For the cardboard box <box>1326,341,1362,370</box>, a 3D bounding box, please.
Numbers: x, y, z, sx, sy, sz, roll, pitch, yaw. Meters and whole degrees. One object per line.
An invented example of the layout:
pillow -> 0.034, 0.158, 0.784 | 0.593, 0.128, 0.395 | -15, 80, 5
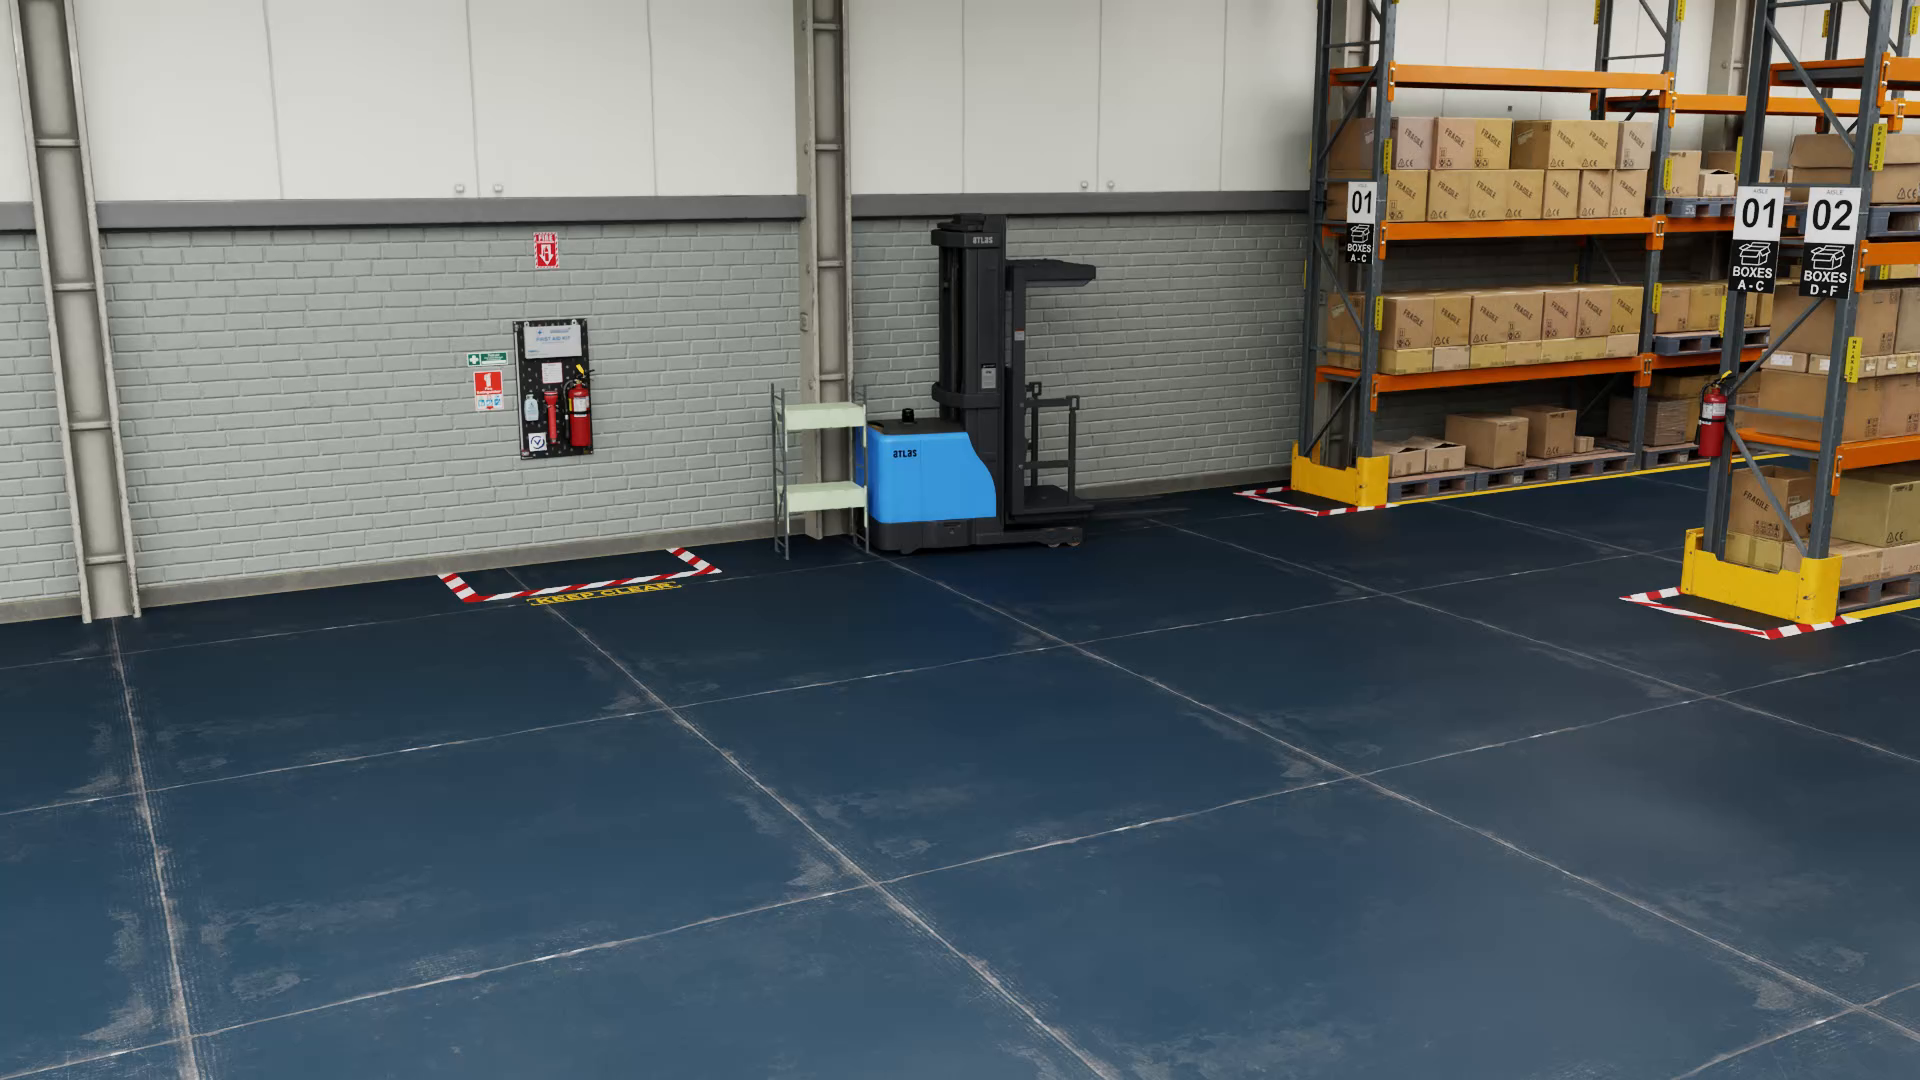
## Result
cardboard box -> 4.173, -1.935, 17.310 | 0.500, 0.250, 0.500 | -7, 14, -27

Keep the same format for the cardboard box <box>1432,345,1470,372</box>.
cardboard box -> 4.885, -1.896, 17.137 | 0.500, 0.250, 0.500 | -7, 15, -30

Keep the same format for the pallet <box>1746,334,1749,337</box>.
pallet -> 10.303, -2.564, 20.248 | 1.003, 0.211, 1.213 | -7, 14, -28

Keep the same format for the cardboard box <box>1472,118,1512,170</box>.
cardboard box -> 5.219, -4.014, 16.872 | 0.500, 0.500, 0.500 | -6, 14, -26

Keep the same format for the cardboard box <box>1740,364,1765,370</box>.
cardboard box -> 9.740, -1.980, 20.201 | 0.500, 0.250, 0.500 | -7, 14, -27

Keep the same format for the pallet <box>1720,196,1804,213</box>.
pallet -> 8.868, -3.858, 19.157 | 1.003, 0.211, 1.213 | -7, 14, -28

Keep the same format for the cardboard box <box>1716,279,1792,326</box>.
cardboard box -> 9.386, -2.830, 19.762 | 0.500, 0.500, 0.700 | -7, 14, -28

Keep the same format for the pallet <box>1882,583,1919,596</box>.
pallet -> 7.953, 0.187, 13.937 | 1.213, 0.211, 1.003 | -7, 14, -28

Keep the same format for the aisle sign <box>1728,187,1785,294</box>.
aisle sign -> 6.034, -2.275, 12.607 | 0.004, 0.787, 0.394 | -7, 14, -28

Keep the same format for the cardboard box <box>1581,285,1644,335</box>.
cardboard box -> 7.099, -2.525, 18.227 | 0.500, 0.500, 0.500 | -7, 14, -28

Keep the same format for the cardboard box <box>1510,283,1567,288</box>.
cardboard box -> 6.398, -2.572, 18.434 | 0.500, 0.500, 0.500 | -7, 14, -28

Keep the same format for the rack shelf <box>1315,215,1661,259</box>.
rack shelf -> 5.611, -3.234, 17.596 | 4.000, 0.370, 1.077 | -7, 14, -28

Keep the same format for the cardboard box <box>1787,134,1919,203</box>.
cardboard box -> 6.738, -2.804, 12.534 | 0.637, 0.503, 0.797 | -6, 14, -24

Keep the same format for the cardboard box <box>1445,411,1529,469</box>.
cardboard box -> 5.674, -1.090, 17.951 | 0.500, 0.500, 0.700 | -8, 15, -31

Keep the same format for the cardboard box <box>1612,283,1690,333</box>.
cardboard box -> 7.829, -2.643, 18.931 | 0.500, 0.500, 0.700 | -7, 14, -28

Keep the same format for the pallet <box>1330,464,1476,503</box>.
pallet -> 4.652, -0.638, 17.603 | 1.213, 0.211, 1.003 | -7, 14, -28

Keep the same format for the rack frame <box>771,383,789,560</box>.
rack frame -> -1.572, -0.598, 14.492 | 0.023, 1.500, 0.400 | -5, 14, -20

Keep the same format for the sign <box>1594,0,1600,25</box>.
sign -> 7.095, -5.898, 18.475 | 0.005, 0.325, 0.100 | -7, 14, -28

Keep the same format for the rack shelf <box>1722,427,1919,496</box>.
rack shelf -> 7.987, -0.817, 13.685 | 4.000, 0.370, 1.077 | -7, 14, -28

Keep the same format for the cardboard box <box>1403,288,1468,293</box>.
cardboard box -> 5.065, -2.411, 17.718 | 0.500, 0.500, 0.500 | -7, 15, -29

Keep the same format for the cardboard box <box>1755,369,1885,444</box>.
cardboard box -> 6.648, -1.053, 12.868 | 0.500, 0.500, 0.700 | -7, 14, -28

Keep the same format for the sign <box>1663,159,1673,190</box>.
sign -> 7.633, -3.944, 17.934 | 0.005, 0.325, 0.100 | -7, 14, -28

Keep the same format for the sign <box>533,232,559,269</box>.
sign -> -3.453, -2.417, 13.879 | 0.199, 0.298, 0.001 | -7, 14, -28

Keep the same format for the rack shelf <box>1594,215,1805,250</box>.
rack shelf -> 9.122, -3.655, 19.466 | 4.000, 0.370, 1.077 | -7, 14, -28

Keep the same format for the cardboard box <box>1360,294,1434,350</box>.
cardboard box -> 4.418, -2.206, 16.809 | 0.500, 0.500, 0.500 | -7, 14, -28

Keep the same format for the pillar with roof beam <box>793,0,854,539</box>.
pillar with roof beam -> 0.851, -3.618, 10.830 | 0.400, 9.000, 9.100 | -7, 14, -28

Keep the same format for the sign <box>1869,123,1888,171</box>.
sign -> 6.493, -2.778, 11.759 | 0.005, 0.325, 0.100 | -7, 14, -28

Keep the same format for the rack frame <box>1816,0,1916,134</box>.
rack frame -> 10.877, -5.680, 19.992 | 0.127, 3.000, 1.000 | -7, 14, -28

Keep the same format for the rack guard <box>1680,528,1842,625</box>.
rack guard -> 6.211, 0.265, 12.934 | 0.348, 0.500, 1.175 | -7, 14, -28

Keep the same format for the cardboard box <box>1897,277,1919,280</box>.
cardboard box -> 8.035, -1.853, 13.471 | 0.500, 0.500, 0.700 | -7, 14, -28

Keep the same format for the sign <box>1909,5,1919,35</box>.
sign -> 11.146, -6.071, 19.421 | 0.005, 0.325, 0.100 | -7, 14, -28

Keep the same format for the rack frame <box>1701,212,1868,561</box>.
rack frame -> 6.232, -0.957, 12.671 | 0.127, 3.000, 1.000 | -7, 14, -28

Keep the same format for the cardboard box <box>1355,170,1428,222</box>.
cardboard box -> 4.269, -3.420, 16.511 | 0.500, 0.500, 0.500 | -6, 14, -26

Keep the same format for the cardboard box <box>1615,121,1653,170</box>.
cardboard box -> 7.056, -4.237, 17.863 | 0.500, 0.500, 0.500 | -8, 15, -33

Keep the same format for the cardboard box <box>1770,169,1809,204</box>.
cardboard box -> 9.695, -4.158, 19.782 | 0.637, 0.503, 0.797 | -5, 14, -20

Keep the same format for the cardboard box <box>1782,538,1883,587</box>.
cardboard box -> 6.809, 0.166, 12.987 | 0.500, 0.250, 0.500 | -7, 14, -28

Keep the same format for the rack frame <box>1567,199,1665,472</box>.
rack frame -> 7.366, -2.332, 18.781 | 0.127, 3.000, 1.000 | -7, 14, -28

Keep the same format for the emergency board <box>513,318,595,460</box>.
emergency board -> -3.399, -1.268, 14.052 | 0.643, 1.169, 0.194 | -7, 14, -28

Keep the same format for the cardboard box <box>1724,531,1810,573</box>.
cardboard box -> 6.561, 0.066, 13.431 | 0.500, 0.250, 0.500 | -7, 14, -28

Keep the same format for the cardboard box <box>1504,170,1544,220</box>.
cardboard box -> 5.671, -3.586, 17.246 | 0.500, 0.500, 0.500 | -6, 14, -24

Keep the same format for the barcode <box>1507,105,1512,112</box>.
barcode -> 5.940, -4.659, 17.962 | 0.075, 0.075, 0.001 | -7, 14, -28

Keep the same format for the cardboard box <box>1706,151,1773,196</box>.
cardboard box -> 8.967, -4.221, 19.158 | 0.500, 0.500, 0.500 | -7, 15, -30

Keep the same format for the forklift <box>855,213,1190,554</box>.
forklift -> 0.602, -1.471, 15.110 | 3.031, 2.935, 1.130 | -4, 13, -17

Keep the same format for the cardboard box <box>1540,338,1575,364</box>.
cardboard box -> 6.220, -2.054, 17.840 | 0.500, 0.250, 0.500 | -7, 14, -28

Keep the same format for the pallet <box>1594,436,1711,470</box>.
pallet -> 8.049, -1.054, 19.453 | 1.213, 0.211, 1.003 | -7, 14, -28

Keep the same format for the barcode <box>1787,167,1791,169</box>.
barcode -> 10.251, -4.580, 20.573 | 0.075, 0.075, 0.001 | -7, 14, -28

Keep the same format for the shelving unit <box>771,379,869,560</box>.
shelving unit -> -1.230, -0.626, 14.618 | 0.755, 1.500, 0.431 | -5, 14, -20

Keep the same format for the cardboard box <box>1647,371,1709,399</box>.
cardboard box -> 8.389, -1.821, 19.492 | 0.500, 0.250, 0.500 | -7, 15, -29

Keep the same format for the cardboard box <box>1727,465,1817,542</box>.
cardboard box -> 6.560, -0.300, 13.350 | 0.500, 0.500, 0.500 | -7, 14, -28

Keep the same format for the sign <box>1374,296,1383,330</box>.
sign -> 4.115, -2.229, 16.352 | 0.005, 0.325, 0.100 | -7, 14, -28

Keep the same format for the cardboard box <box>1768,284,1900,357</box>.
cardboard box -> 6.694, -1.691, 12.750 | 0.500, 0.500, 0.700 | -7, 14, -28

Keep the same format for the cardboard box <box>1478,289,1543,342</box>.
cardboard box -> 5.761, -2.366, 17.519 | 0.500, 0.500, 0.500 | -6, 14, -26

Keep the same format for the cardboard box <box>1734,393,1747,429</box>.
cardboard box -> 8.901, -1.518, 19.854 | 0.500, 0.500, 0.700 | -7, 14, -27

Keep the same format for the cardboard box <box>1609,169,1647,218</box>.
cardboard box -> 7.039, -3.753, 17.990 | 0.500, 0.500, 0.500 | -6, 14, -26

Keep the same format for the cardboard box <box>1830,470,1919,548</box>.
cardboard box -> 7.247, -0.253, 13.140 | 0.500, 0.500, 0.500 | -7, 14, -28

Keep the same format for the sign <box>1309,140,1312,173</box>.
sign -> 3.607, -3.916, 16.970 | 0.005, 0.325, 0.100 | -7, 14, -28

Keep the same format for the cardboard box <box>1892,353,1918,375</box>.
cardboard box -> 7.130, -1.376, 12.829 | 0.250, 0.149, 0.380 | -7, 14, -28
